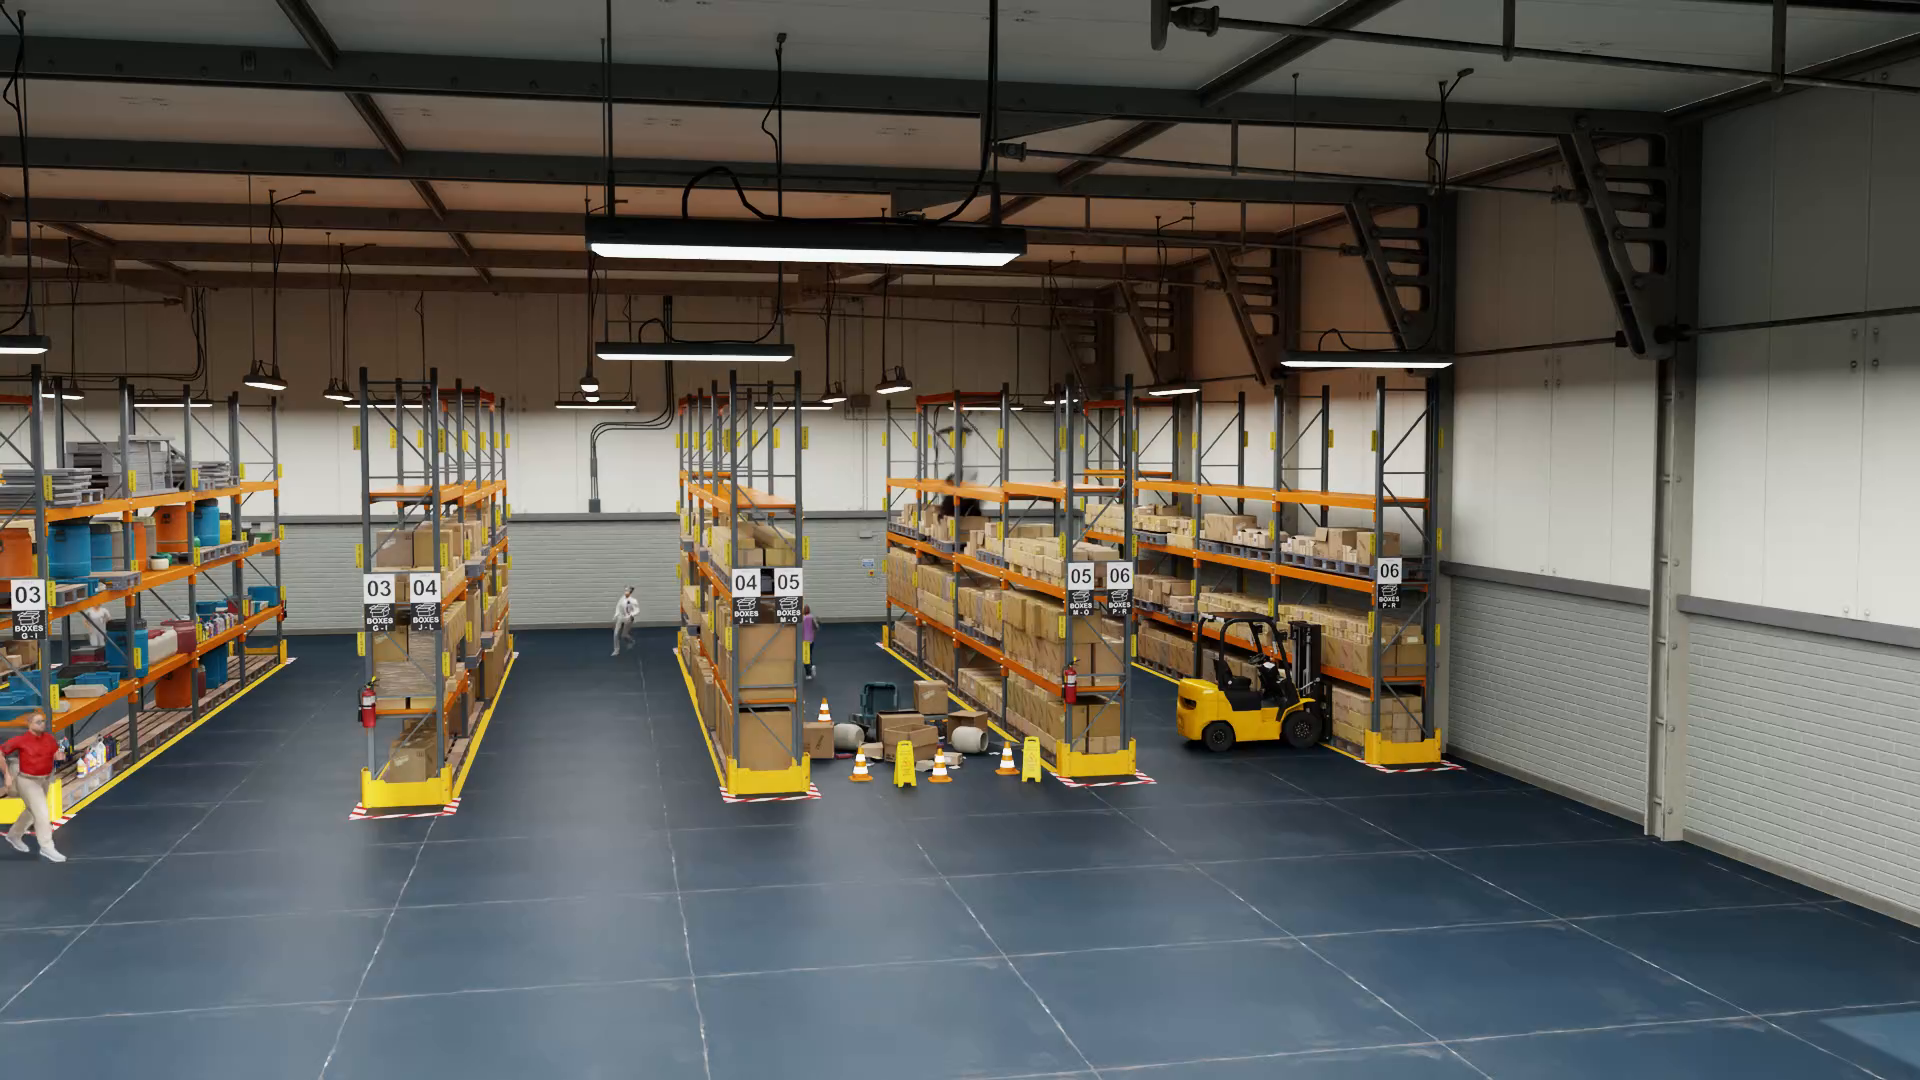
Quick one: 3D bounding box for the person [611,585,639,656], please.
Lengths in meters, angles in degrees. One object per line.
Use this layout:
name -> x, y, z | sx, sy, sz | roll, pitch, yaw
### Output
person -> -7.787, 1.875, 38.895 | 0.658, 1.656, 0.766 | 1, 4, 23

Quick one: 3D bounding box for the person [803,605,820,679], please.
person -> -3.246, 2.136, 35.036 | 0.520, 1.567, 0.541 | -1, 4, -16

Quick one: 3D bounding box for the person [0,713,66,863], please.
person -> -11.082, 2.943, 19.888 | 0.909, 1.766, 0.643 | 1, 3, 12

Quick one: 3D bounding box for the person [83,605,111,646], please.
person -> -18.750, 2.044, 36.166 | 0.564, 1.629, 0.566 | -2, 4, -28
